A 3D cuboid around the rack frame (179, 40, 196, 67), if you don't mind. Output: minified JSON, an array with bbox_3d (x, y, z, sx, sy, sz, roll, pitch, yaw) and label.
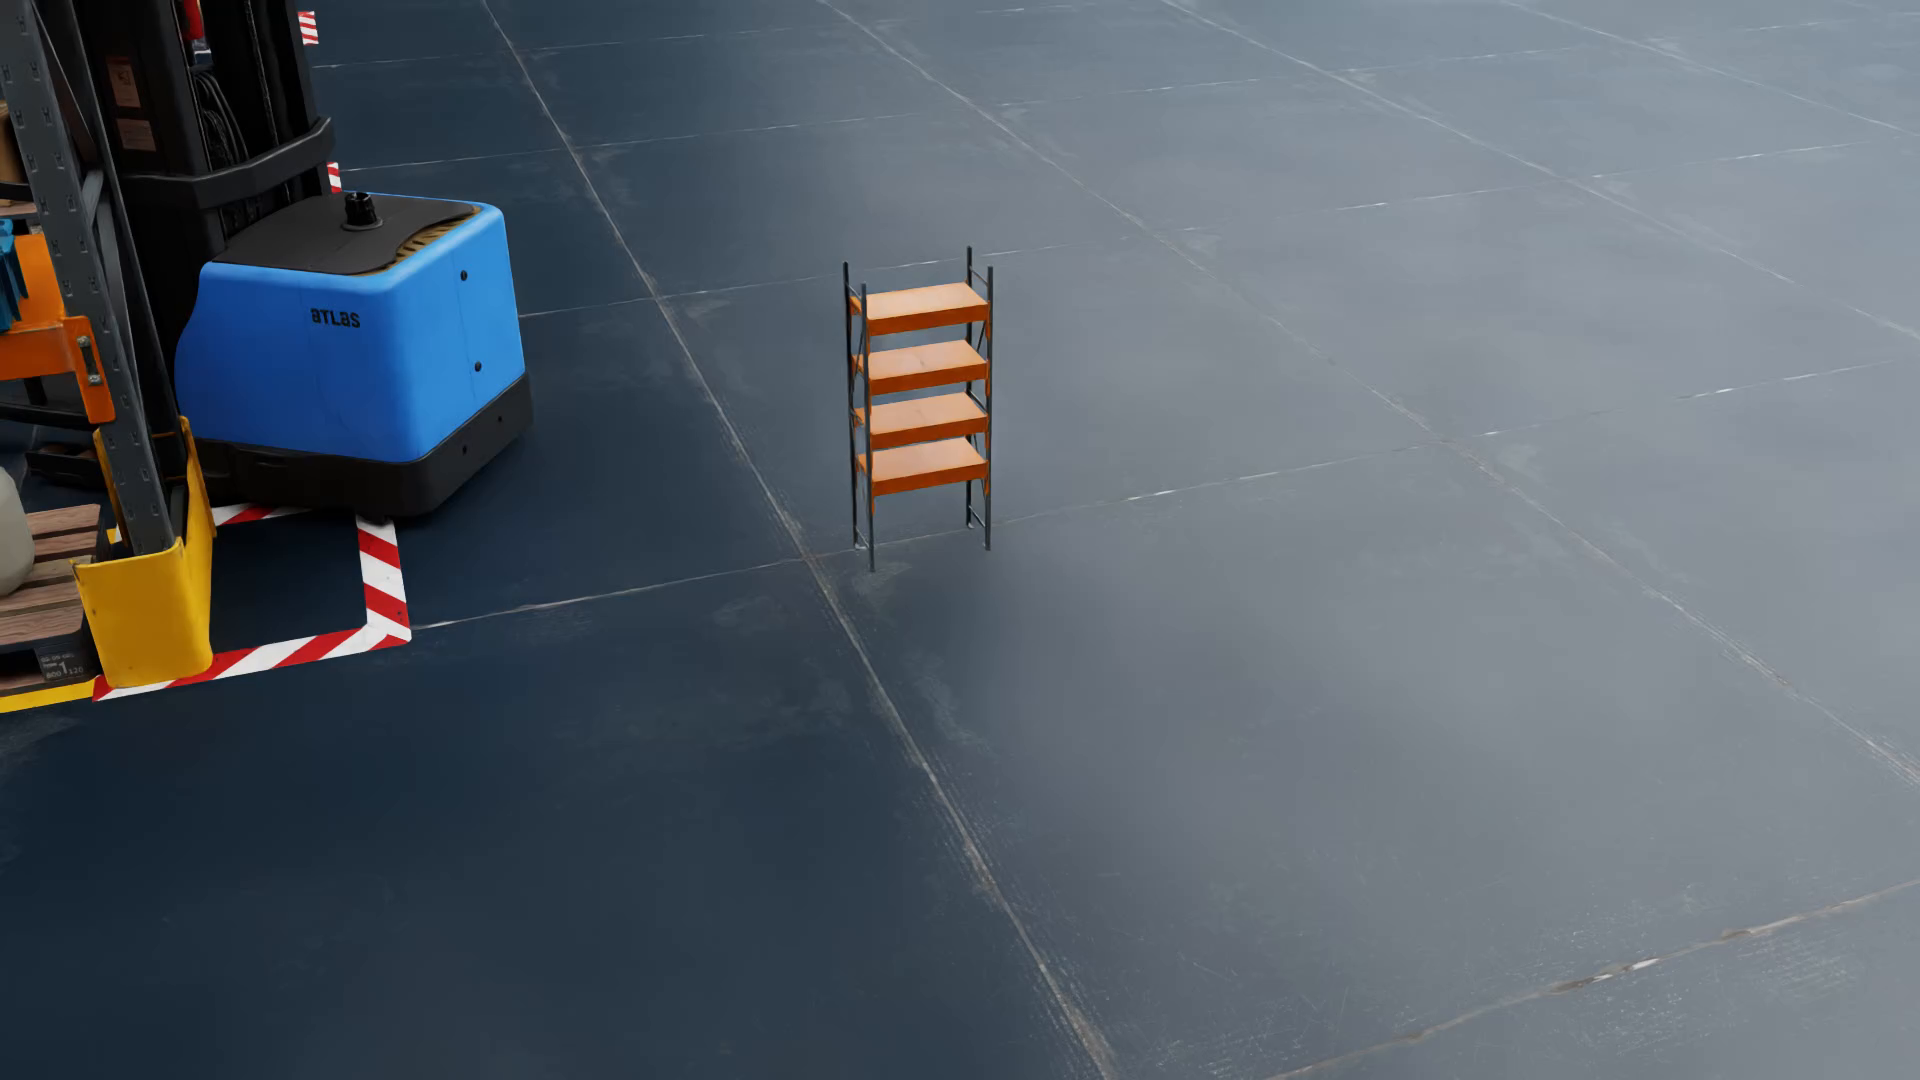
[{"bbox_3d":[-4.702,-3.405,9.696,0.127,3.000,1.000,-10,31,-18],"label":"rack frame"}]

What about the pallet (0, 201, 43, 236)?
[{"bbox_3d":[-5.547,-2.056,10.146,1.213,0.211,1.003,-10,31,-18],"label":"pallet"}]

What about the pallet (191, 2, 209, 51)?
[{"bbox_3d":[-7.059,-4.337,14.150,1.213,0.211,1.003,-10,31,-18],"label":"pallet"}]

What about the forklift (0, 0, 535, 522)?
[{"bbox_3d":[-3.508,-1.737,6.838,3.031,2.935,1.130,8,31,13],"label":"forklift"}]

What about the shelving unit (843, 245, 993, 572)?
[{"bbox_3d":[-0.155,-0.493,6.403,0.503,1.200,0.258,-10,31,-18],"label":"shelving unit"}]

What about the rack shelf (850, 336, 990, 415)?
[{"bbox_3d":[-0.155,-0.629,6.325,0.480,0.148,0.258,-10,31,-18],"label":"rack shelf"}]

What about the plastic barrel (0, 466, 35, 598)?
[{"bbox_3d":[-3.565,-0.059,5.913,0.421,0.512,0.421,0,30,0],"label":"plastic barrel"}]

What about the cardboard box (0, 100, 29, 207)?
[{"bbox_3d":[-5.841,-2.282,9.826,0.500,0.500,0.500,-3,30,-5],"label":"cardboard box"}]

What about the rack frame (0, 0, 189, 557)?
[{"bbox_3d":[-2.975,-1.107,5.663,0.127,3.000,1.000,-10,31,-18],"label":"rack frame"}]

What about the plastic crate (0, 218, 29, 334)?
[{"bbox_3d":[-3.339,-0.817,5.304,0.616,0.251,0.499,-10,31,-18],"label":"plastic crate"}]

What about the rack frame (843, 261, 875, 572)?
[{"bbox_3d":[-0.384,-0.451,6.329,0.015,1.200,0.240,-10,31,-18],"label":"rack frame"}]

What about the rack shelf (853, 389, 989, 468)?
[{"bbox_3d":[-0.155,-0.434,6.436,0.480,0.148,0.258,-10,31,-18],"label":"rack shelf"}]

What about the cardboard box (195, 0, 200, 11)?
[{"bbox_3d":[-6.949,-4.835,13.929,0.875,0.875,0.875,-10,31,-17],"label":"cardboard box"}]

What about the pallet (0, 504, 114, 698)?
[{"bbox_3d":[-3.793,0.277,6.050,1.213,0.211,1.003,-10,31,-18],"label":"pallet"}]

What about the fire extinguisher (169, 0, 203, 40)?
[{"bbox_3d":[-4.434,-3.177,9.375,0.183,0.674,0.296,-10,31,-18],"label":"fire extinguisher"}]

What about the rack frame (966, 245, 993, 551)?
[{"bbox_3d":[0.074,-0.535,6.477,0.015,1.200,0.240,-10,31,-18],"label":"rack frame"}]

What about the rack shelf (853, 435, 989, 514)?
[{"bbox_3d":[-0.155,-0.262,6.534,0.480,0.148,0.258,-10,31,-18],"label":"rack shelf"}]

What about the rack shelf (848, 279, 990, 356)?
[{"bbox_3d":[-0.155,-0.834,6.208,0.480,0.148,0.258,-10,31,-18],"label":"rack shelf"}]

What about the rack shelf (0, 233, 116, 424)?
[{"bbox_3d":[-4.849,-0.449,5.235,4.000,0.370,1.077,-10,31,-18],"label":"rack shelf"}]

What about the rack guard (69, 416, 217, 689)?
[{"bbox_3d":[-3.030,0.014,6.220,0.348,0.500,1.175,-10,31,-18],"label":"rack guard"}]
